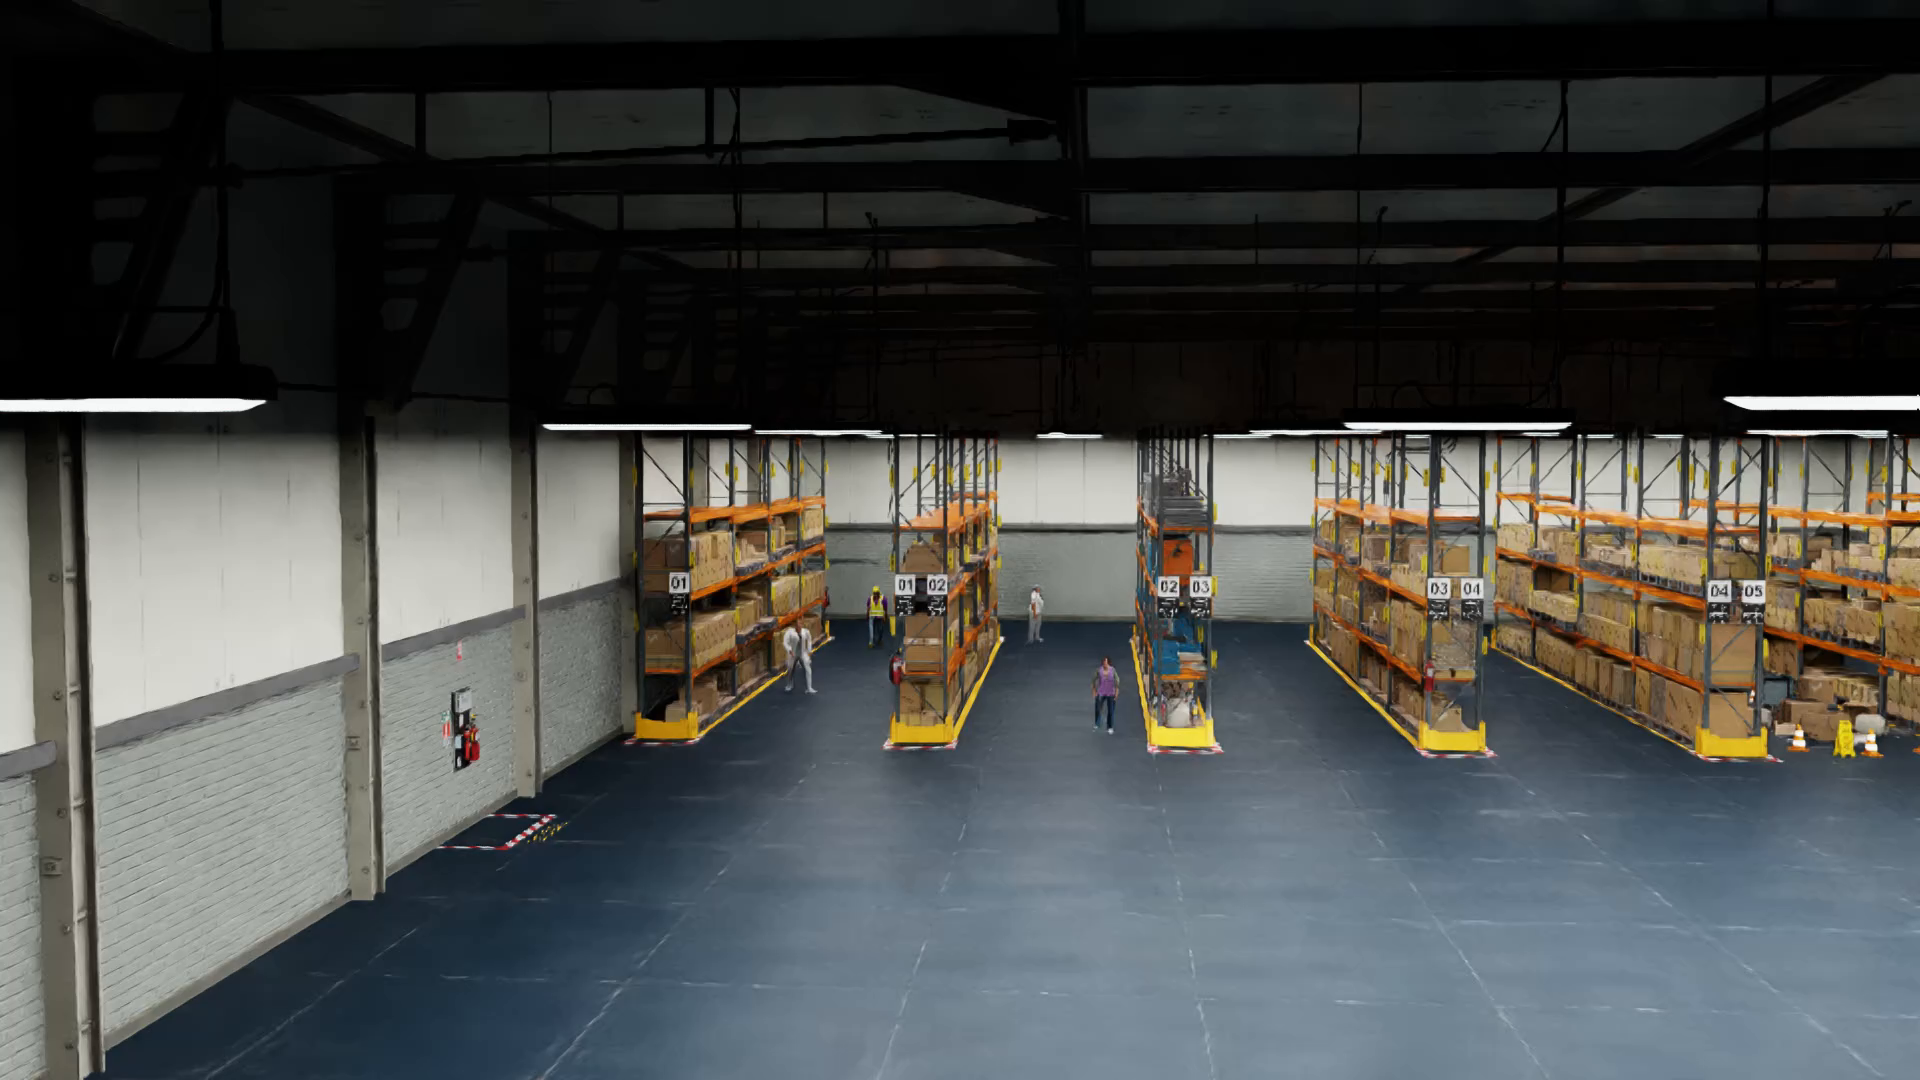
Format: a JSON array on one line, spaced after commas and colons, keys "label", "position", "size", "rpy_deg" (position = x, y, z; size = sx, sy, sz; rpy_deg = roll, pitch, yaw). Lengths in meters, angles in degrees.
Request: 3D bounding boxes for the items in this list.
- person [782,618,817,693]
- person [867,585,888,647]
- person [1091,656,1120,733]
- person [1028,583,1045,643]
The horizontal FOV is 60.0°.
[{"label": "person", "position": [-3.658, 2.595, 37.607], "size": [0.735, 1.712, 0.905], "rpy_deg": [-1, 4, -12]}, {"label": "person", "position": [-2.294, 2.098, 46.026], "size": [0.577, 1.687, 1.115], "rpy_deg": [0, 3, 3]}, {"label": "person", "position": [2.836, 3.007, 32.466], "size": [0.566, 1.541, 0.519], "rpy_deg": [0, 3, 3]}, {"label": "person", "position": [2.139, 2.058, 46.983], "size": [0.392, 1.669, 0.588], "rpy_deg": [1, 4, 20]}]
